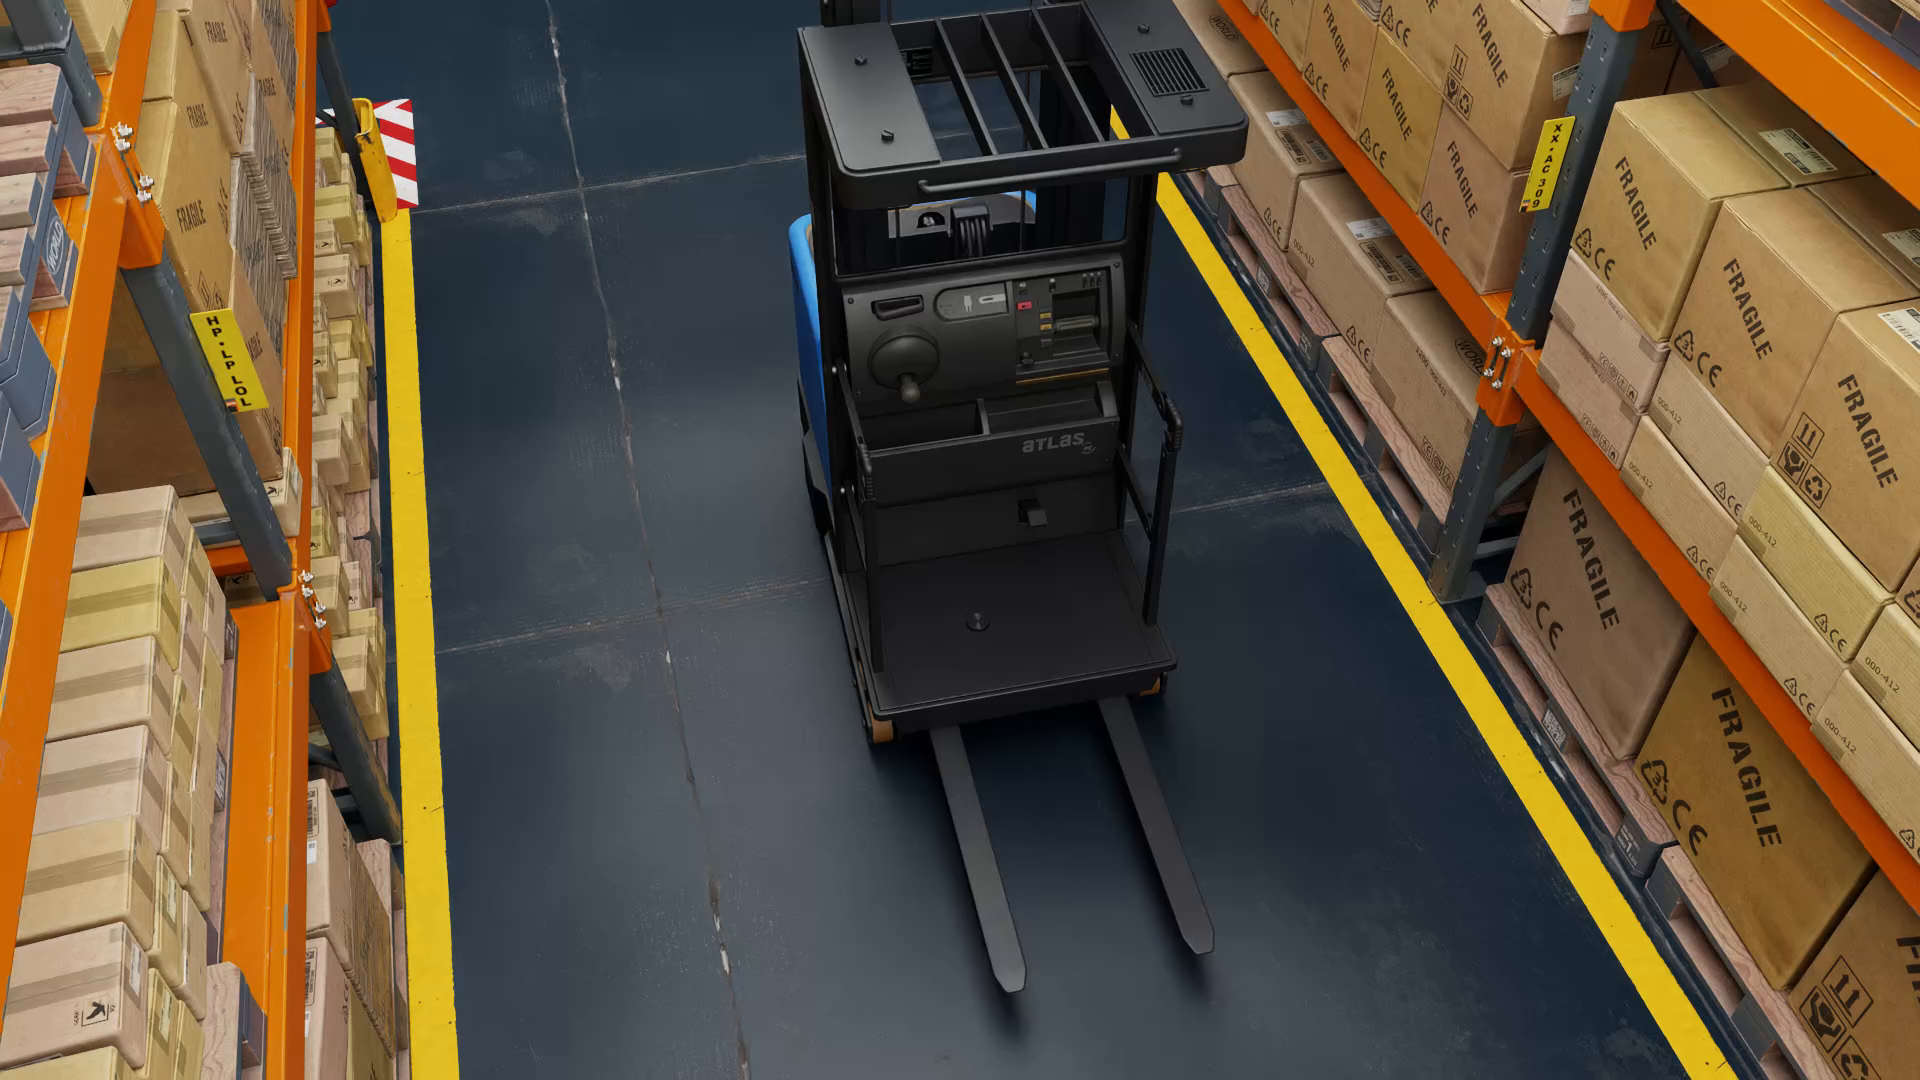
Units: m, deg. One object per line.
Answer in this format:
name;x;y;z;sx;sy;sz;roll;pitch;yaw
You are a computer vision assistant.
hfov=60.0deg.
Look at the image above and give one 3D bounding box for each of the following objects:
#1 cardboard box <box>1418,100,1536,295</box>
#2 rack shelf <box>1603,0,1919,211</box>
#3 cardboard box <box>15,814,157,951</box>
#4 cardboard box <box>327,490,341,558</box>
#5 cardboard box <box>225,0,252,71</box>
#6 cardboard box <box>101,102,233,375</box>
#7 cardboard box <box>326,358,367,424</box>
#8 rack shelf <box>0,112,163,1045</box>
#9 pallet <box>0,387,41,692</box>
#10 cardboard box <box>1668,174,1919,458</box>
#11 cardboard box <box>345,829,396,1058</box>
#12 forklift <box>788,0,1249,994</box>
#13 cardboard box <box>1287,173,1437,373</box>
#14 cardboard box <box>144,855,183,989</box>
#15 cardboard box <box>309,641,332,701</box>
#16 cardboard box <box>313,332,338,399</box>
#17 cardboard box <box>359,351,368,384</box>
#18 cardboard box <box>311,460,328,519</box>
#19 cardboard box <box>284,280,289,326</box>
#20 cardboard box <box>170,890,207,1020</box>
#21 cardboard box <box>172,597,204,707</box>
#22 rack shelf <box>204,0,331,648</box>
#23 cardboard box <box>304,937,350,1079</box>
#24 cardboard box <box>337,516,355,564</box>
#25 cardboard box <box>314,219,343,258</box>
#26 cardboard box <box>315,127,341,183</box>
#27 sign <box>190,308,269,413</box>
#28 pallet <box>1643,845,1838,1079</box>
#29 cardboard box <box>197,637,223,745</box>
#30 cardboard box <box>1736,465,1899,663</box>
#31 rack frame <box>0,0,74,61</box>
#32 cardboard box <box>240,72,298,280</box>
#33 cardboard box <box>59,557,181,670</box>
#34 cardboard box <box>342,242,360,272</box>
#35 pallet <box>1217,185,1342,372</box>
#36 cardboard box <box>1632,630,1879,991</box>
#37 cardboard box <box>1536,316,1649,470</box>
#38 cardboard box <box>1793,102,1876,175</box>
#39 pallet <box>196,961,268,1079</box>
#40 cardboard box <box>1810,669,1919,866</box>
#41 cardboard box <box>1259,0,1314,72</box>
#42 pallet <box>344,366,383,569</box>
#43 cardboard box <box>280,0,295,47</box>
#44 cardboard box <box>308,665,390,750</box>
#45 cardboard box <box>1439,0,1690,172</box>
cardboard box;1.976;-1.233;5.788;0.500;0.500;0.500;-10;46;-10
rack shelf;2.854;-0.342;3.388;1.077;0.370;4.000;-11;47;-10
cardboard box;-1.865;0.740;3.390;0.380;0.149;0.250;-12;47;-12
cardboard box;-2.516;-0.019;6.162;0.380;0.149;0.250;-13;47;-12
cardboard box;-2.674;-1.858;5.492;0.500;0.500;0.500;-12;47;-12
cardboard box;-2.297;-0.795;4.450;0.500;0.500;0.500;-10;46;-9
cardboard box;-2.605;-0.573;6.705;0.380;0.149;0.250;-10;46;-10
rack shelf;-1.905;0.633;2.433;1.077;0.370;4.000;-11;47;-10
pallet;-2.094;0.227;2.458;1.213;0.211;1.003;-11;47;-10
cardboard box;2.334;-0.607;4.474;0.500;0.500;0.500;-11;47;-11
cardboard box;-1.984;1.243;4.888;0.500;0.500;0.500;-12;47;-11
forklift;0.136;-0.592;5.278;1.130;2.935;3.031;-9;46;-9
cardboard box;2.055;-1.246;7.371;0.875;0.438;0.875;-12;47;-11
cardboard box;-1.856;0.847;3.493;0.380;0.149;0.250;-13;47;-12
cardboard box;-2.305;0.417;5.526;0.380;0.149;0.250;-9;46;-9
cardboard box;-2.681;-0.666;6.588;0.380;0.149;0.250;-10;47;-10
cardboard box;-2.705;-0.653;6.992;0.380;0.149;0.250;-10;46;-10
cardboard box;-2.520;-0.125;6.058;0.380;0.149;0.250;-12;47;-11
cardboard box;-2.496;-0.831;5.640;0.380;0.149;0.250;-10;46;-10
cardboard box;-1.855;0.945;3.605;0.380;0.149;0.250;-13;47;-12
cardboard box;-2.056;0.307;4.022;0.380;0.149;0.250;-10;46;-10
rack shelf;-2.929;-1.079;6.211;1.077;0.370;4.000;-11;47;-10
cardboard box;-1.863;1.341;4.267;0.500;0.250;0.500;-9;46;-8
cardboard box;-2.495;0.079;6.274;0.380;0.149;0.250;-12;47;-11
cardboard box;-2.858;-1.220;7.131;0.380;0.149;0.250;-12;47;-12
cardboard box;-3.061;-1.750;7.650;0.380;0.149;0.250;-10;46;-10
sign;-1.882;-0.459;4.289;0.100;0.325;0.005;-11;47;-10
pallet;2.928;1.414;5.216;1.003;0.211;1.213;-11;47;-10
cardboard box;-2.057;0.409;4.131;0.380;0.149;0.250;-10;47;-10
cardboard box;2.446;0.016;4.389;0.500;0.250;0.500;-10;46;-10
rack frame;-2.417;-2.049;2.458;1.000;3.000;0.127;-11;47;-10
cardboard box;-2.528;-1.171;5.520;0.500;0.500;0.500;-12;47;-11
cardboard box;-2.056;0.210;3.909;0.380;0.149;0.250;-12;47;-12
cardboard box;-2.896;-1.294;7.412;0.380;0.149;0.250;-12;47;-12
pallet;1.907;-1.332;7.907;1.003;0.211;1.213;-11;47;-10
cardboard box;2.817;0.708;5.150;0.875;0.875;0.875;-9;46;-9
cardboard box;2.199;-0.520;5.264;0.500;0.250;0.500;-12;47;-11
cardboard box;2.699;-1.047;4.906;0.500;0.500;0.500;-9;46;-9
pallet;-1.940;1.520;3.295;1.003;0.211;1.213;-11;47;-10
cardboard box;2.568;0.541;4.225;0.500;0.250;0.500;-11;47;-11
cardboard box;1.577;-2.296;6.830;0.500;0.500;0.500;-9;46;-9
pallet;-2.939;-0.275;6.871;1.003;0.211;1.213;-11;47;-10
cardboard box;-2.951;-2.231;6.558;0.500;0.500;0.500;-11;47;-11
cardboard box;-2.200;0.591;5.773;0.380;0.149;0.250;-13;47;-12
cardboard box;1.954;-1.585;5.433;0.500;0.500;0.500;-11;47;-11
